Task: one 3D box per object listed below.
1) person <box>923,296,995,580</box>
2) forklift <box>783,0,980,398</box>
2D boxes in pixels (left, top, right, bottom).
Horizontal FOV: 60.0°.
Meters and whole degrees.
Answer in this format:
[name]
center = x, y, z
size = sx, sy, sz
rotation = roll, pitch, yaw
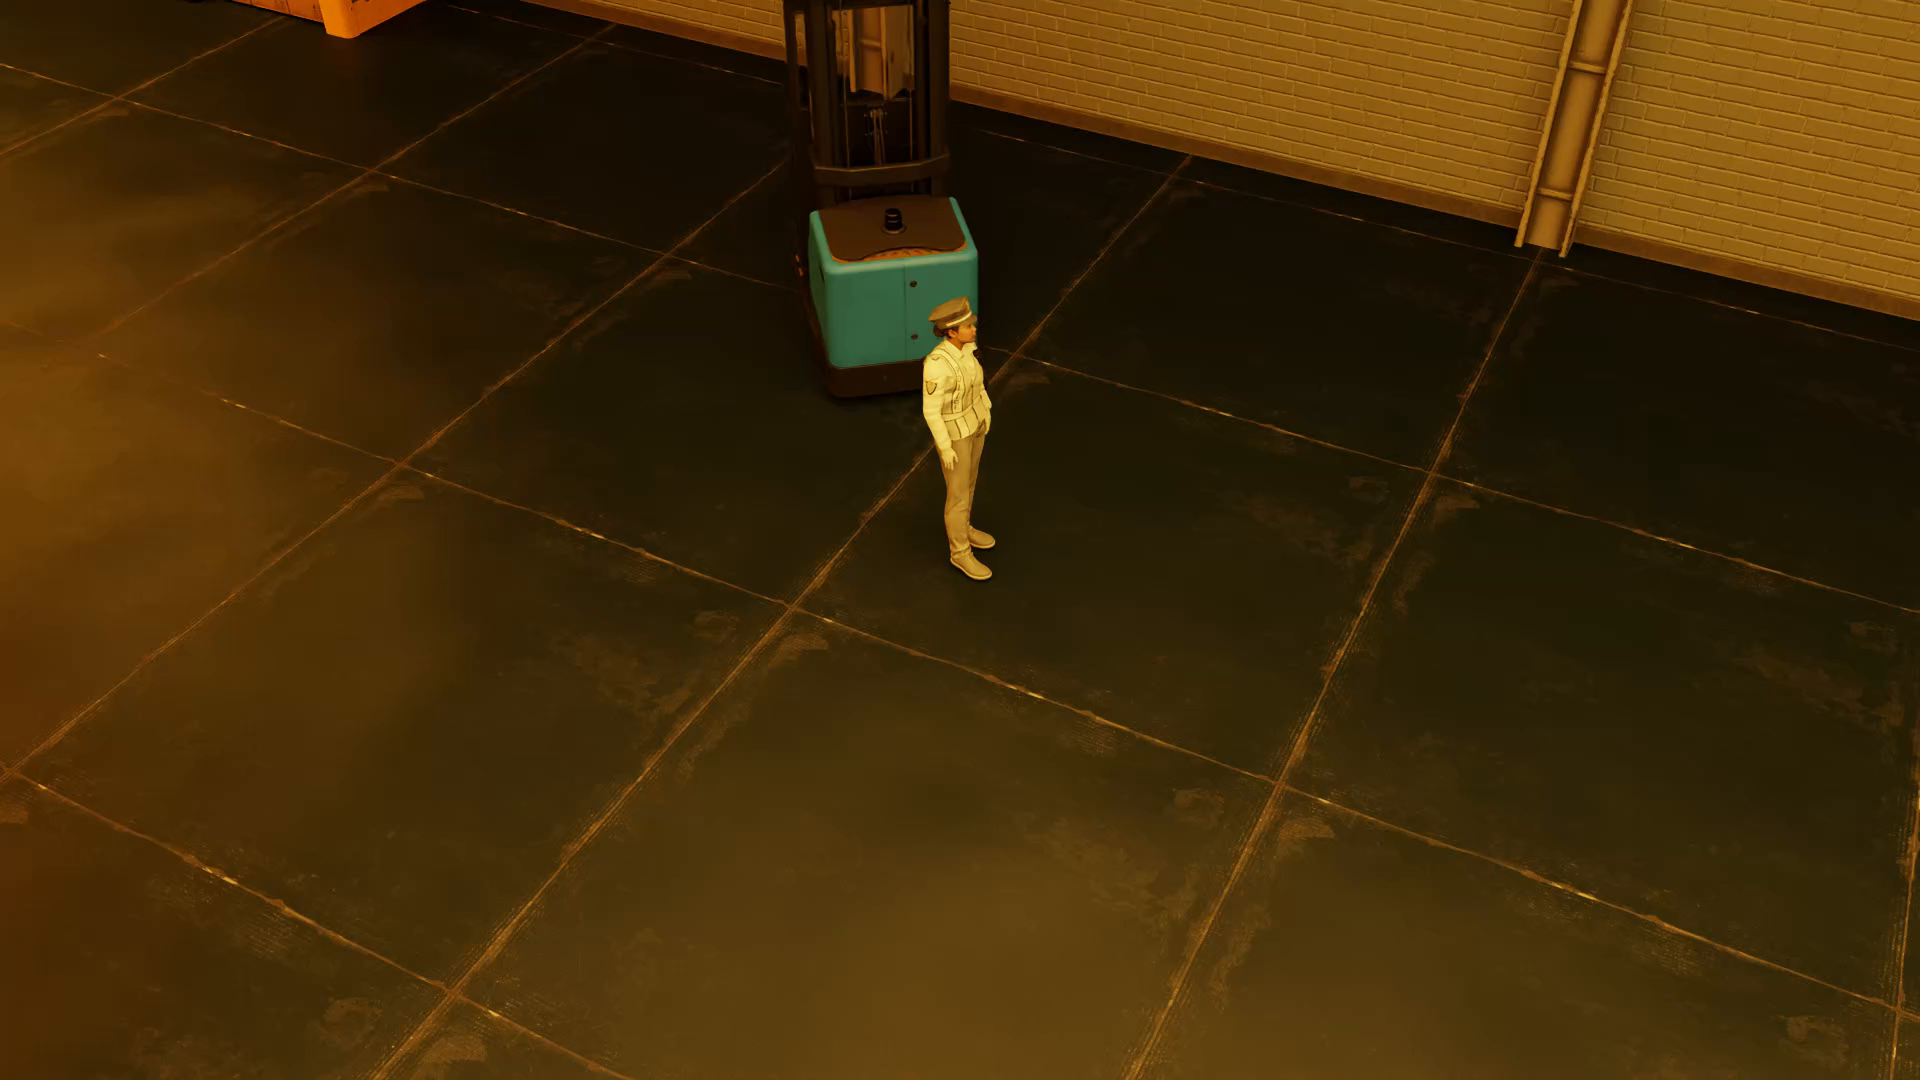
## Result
[person]
center = 0.057, -0.629, 9.682
size = 0.531, 1.694, 0.586
rotation = 18, 43, 21
[forklift]
center = -0.664, -3.041, 11.597
size = 1.130, 2.935, 3.031
rotation = -8, 41, -9
